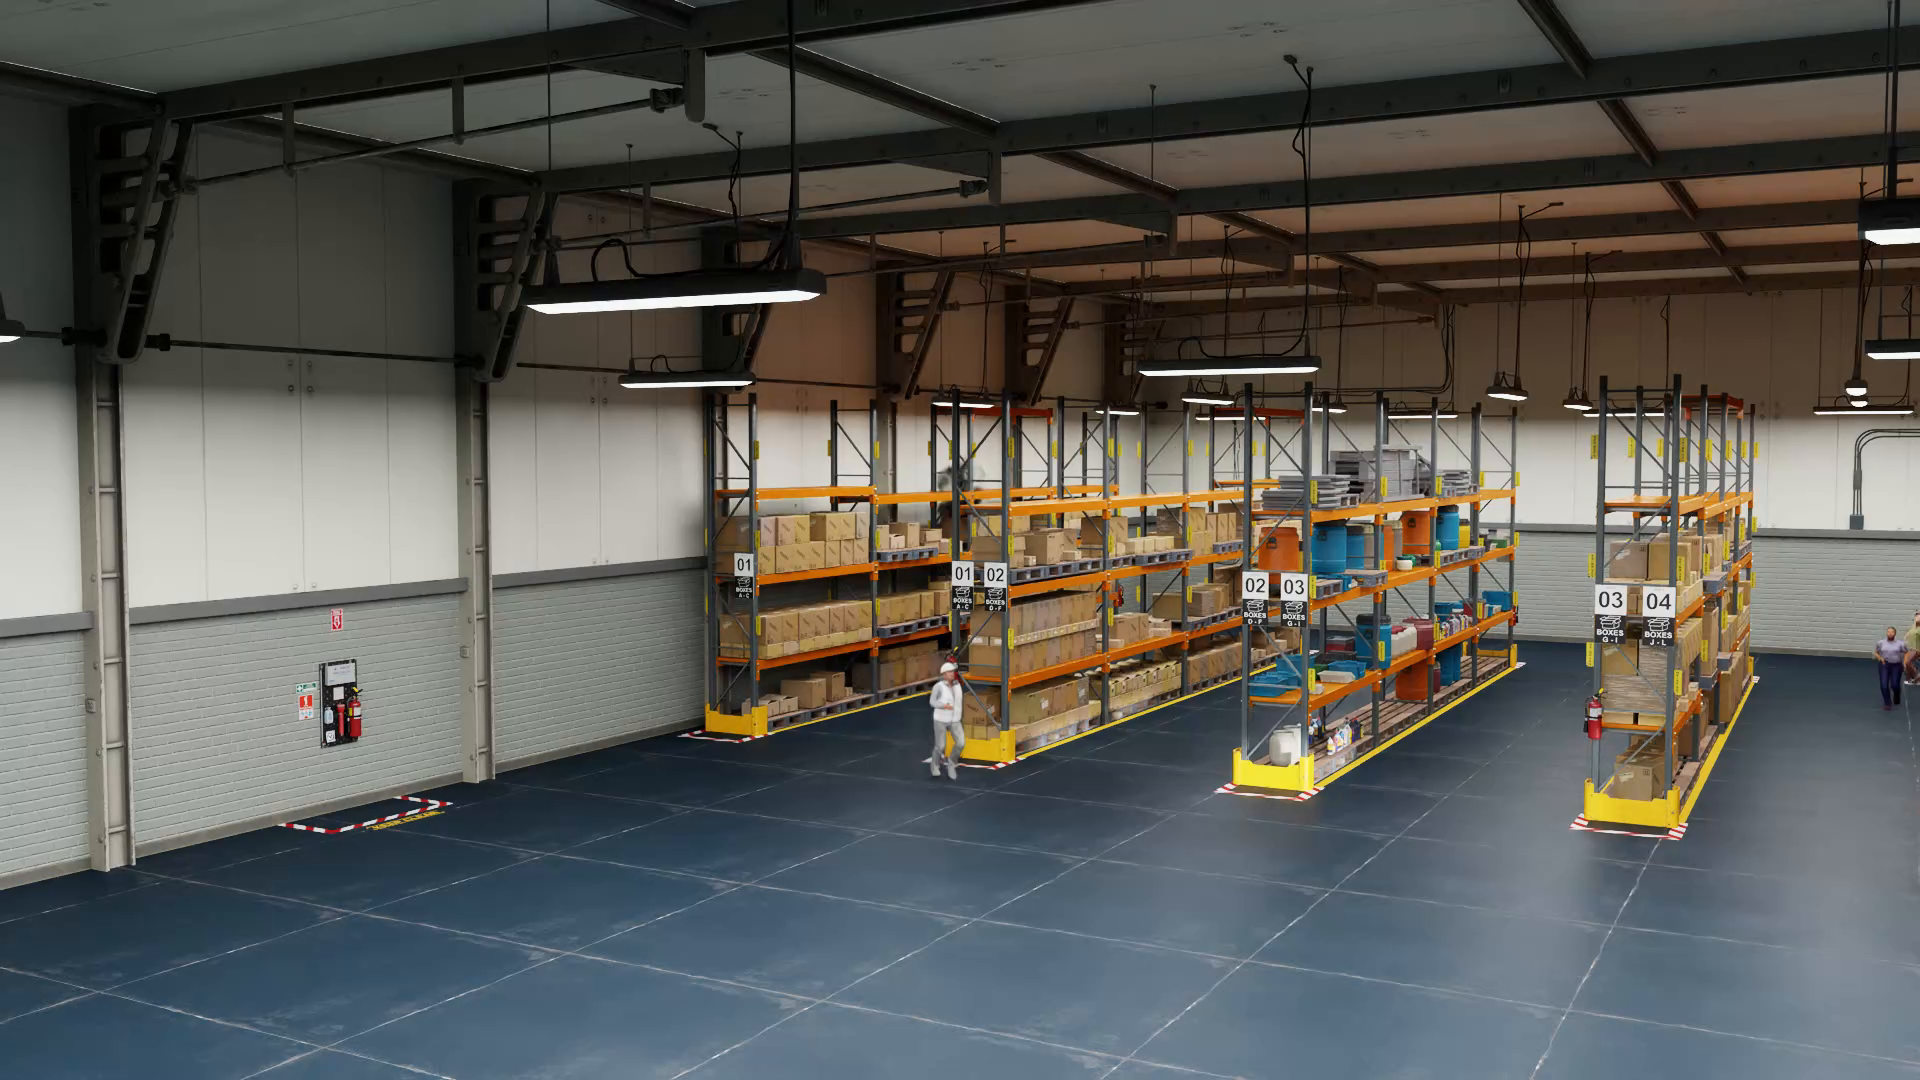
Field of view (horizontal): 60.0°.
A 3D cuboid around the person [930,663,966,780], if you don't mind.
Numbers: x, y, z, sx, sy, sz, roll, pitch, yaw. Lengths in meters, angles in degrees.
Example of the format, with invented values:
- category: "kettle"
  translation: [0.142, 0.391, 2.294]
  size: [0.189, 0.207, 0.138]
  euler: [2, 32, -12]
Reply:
- category: "person"
  translation: [-0.167, 2.754, 25.314]
  size: [0.630, 1.779, 0.709]
  euler: [-1, 3, -26]

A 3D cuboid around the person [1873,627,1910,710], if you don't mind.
- category: "person"
  translation: [17.915, 2.479, 32.009]
  size: [0.605, 1.607, 0.546]
  euler: [2, 4, 34]

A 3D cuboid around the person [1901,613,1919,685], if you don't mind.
- category: "person"
  translation: [20.240, 2.318, 35.212]
  size: [0.596, 1.573, 0.722]
  euler: [0, 3, -8]
